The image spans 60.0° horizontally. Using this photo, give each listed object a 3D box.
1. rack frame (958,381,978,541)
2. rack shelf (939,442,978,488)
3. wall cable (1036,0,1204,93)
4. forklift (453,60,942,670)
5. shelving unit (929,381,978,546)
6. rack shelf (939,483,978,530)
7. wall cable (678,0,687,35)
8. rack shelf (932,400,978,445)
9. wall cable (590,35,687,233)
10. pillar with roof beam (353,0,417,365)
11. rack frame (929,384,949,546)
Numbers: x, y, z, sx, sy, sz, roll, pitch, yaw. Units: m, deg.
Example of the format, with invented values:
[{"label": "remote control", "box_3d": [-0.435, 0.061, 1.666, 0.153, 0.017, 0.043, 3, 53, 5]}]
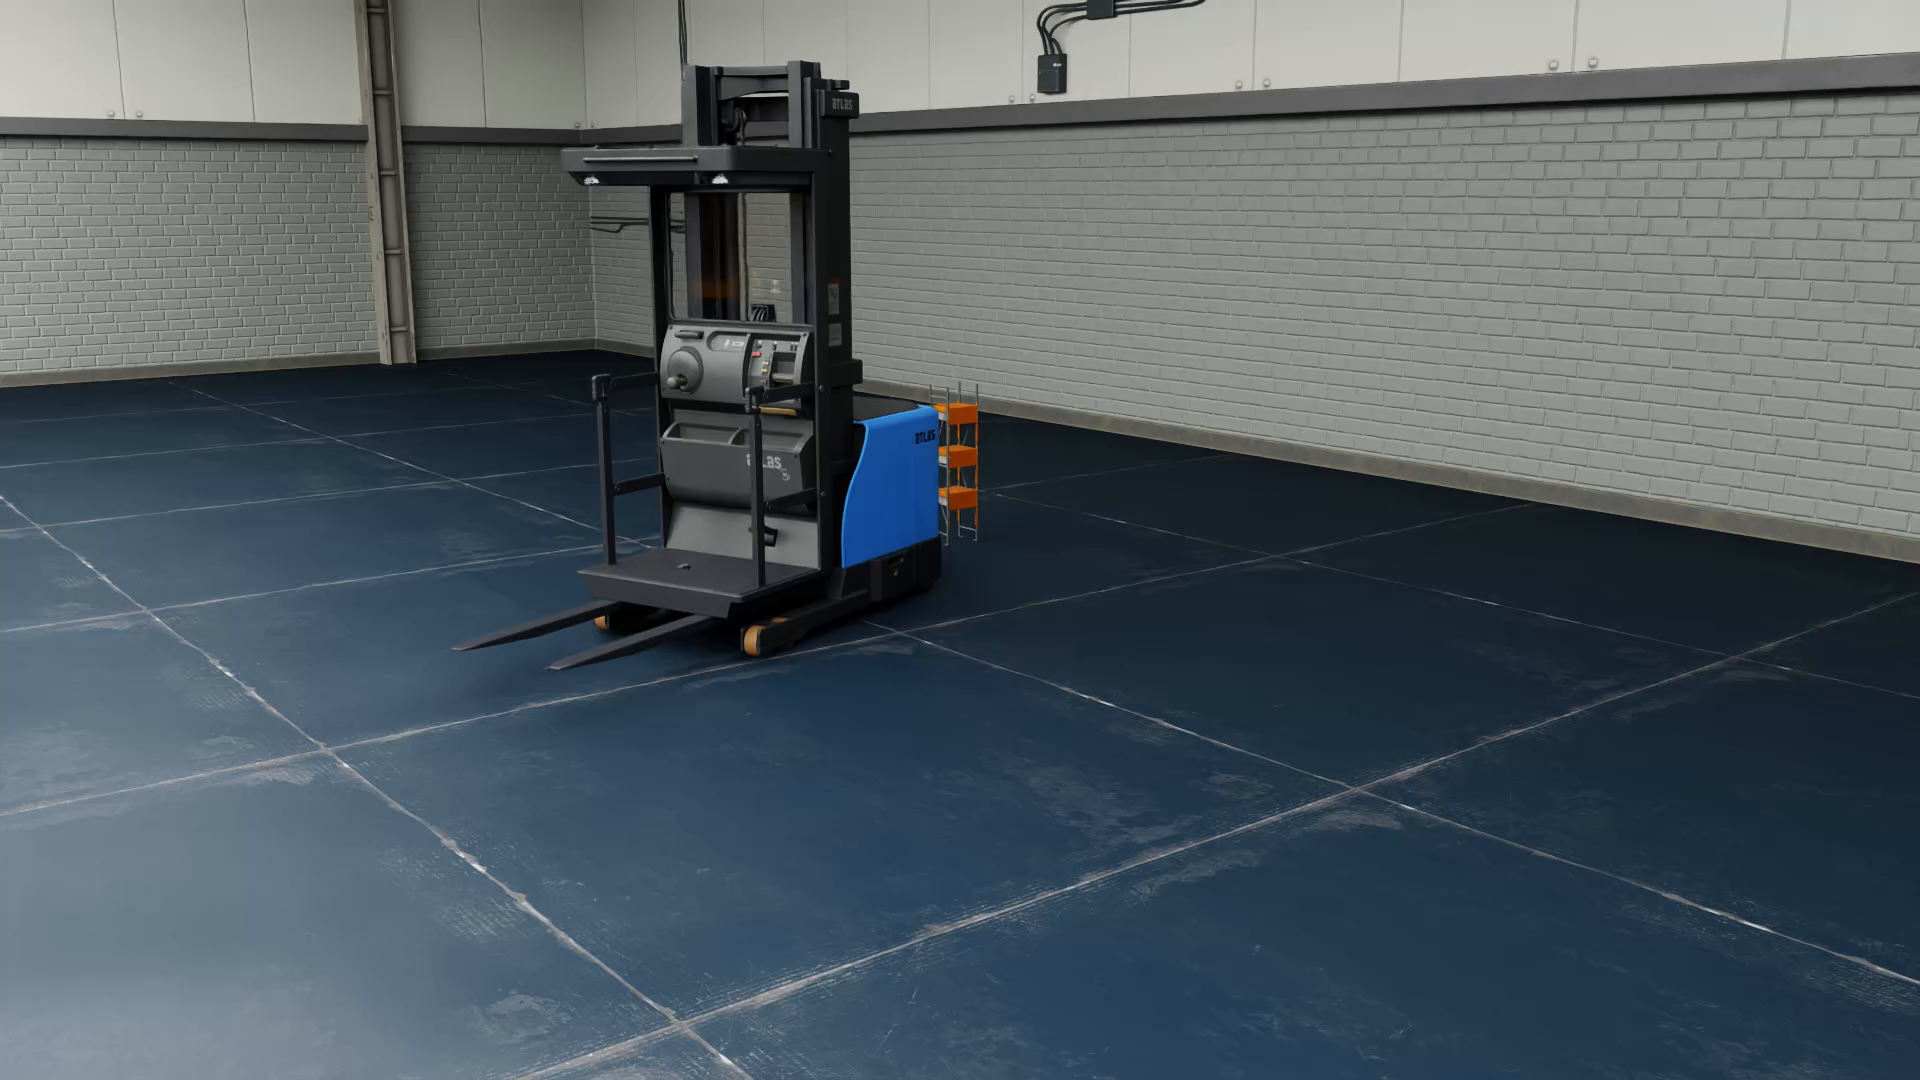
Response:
[{"label": "rack frame", "box_3d": [0.053, -0.522, 11.062, 0.008, 1.050, 0.200, -9, 15, -38]}, {"label": "rack shelf", "box_3d": [-0.042, -0.496, 10.989, 0.240, 0.259, 0.215, -9, 15, -38]}, {"label": "wall cable", "box_3d": [1.495, -7.074, 14.591, 0.169, 6.003, 2.305, -9, 15, -38]}, {"label": "forklift", "box_3d": [-1.292, -0.950, 8.546, 1.130, 2.935, 3.031, 7, 14, 30]}, {"label": "shelving unit", "box_3d": [-0.042, -0.507, 10.987, 0.252, 1.050, 0.215, -9, 15, -38]}, {"label": "rack shelf", "box_3d": [-0.042, -0.224, 11.047, 0.240, 0.259, 0.215, -9, 15, -38]}, {"label": "wall cable", "box_3d": [-2.733, -7.465, 19.937, 0.112, 2.526, 3.097, -9, 15, -38]}, {"label": "rack shelf", "box_3d": [-0.042, -0.774, 10.930, 0.240, 0.259, 0.215, -9, 15, -38]}, {"label": "wall cable", "box_3d": [-4.423, -5.434, 22.528, 0.112, 2.526, 3.097, -9, 15, -38]}, {"label": "pillar with roof beam", "box_3d": [-4.860, -6.086, 18.127, 0.400, 9.000, 9.100, -9, 15, -38]}, {"label": "rack frame", "box_3d": [-0.137, -0.491, 10.912, 0.008, 1.050, 0.200, -9, 15, -38]}]
